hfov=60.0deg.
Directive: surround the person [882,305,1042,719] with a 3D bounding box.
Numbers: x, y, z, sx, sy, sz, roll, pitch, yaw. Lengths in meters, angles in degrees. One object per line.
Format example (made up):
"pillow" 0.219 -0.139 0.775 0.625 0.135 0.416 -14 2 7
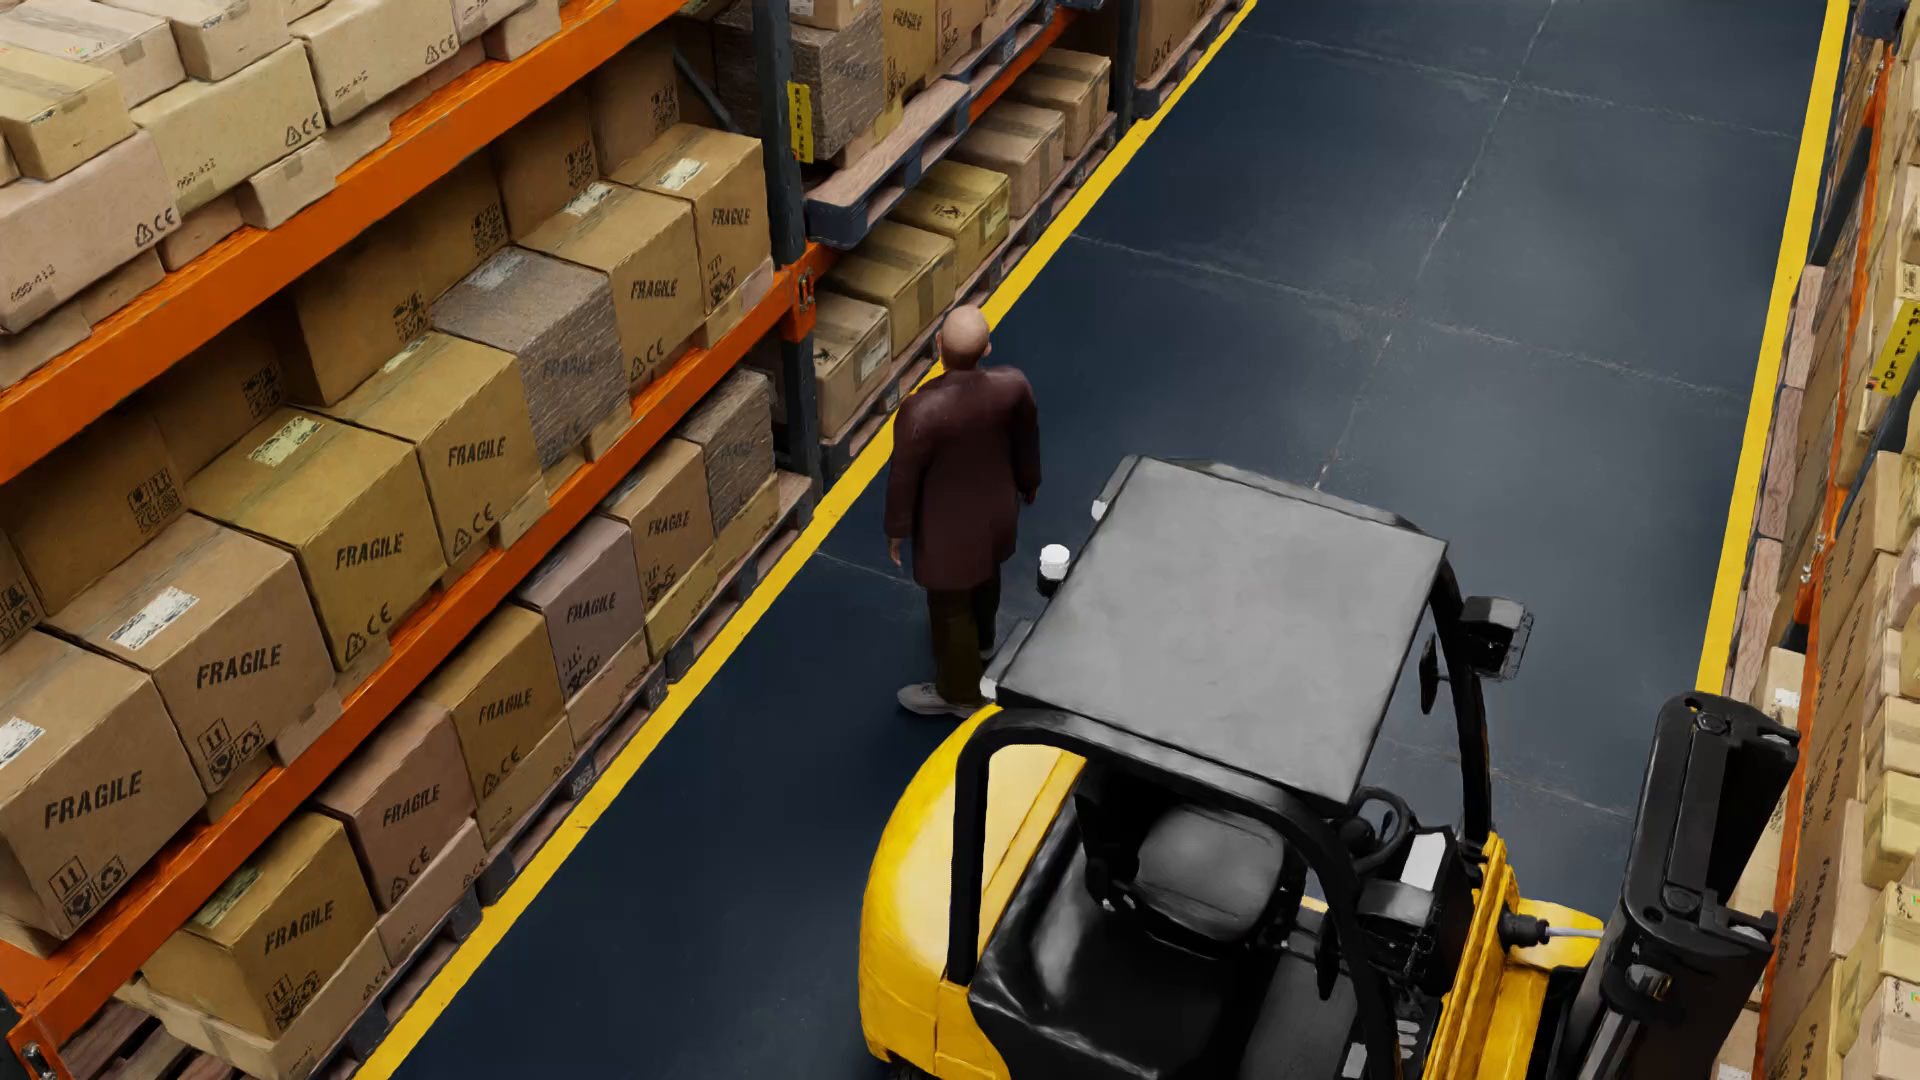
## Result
"person" -0.012 -0.073 6.358 0.675 1.582 0.629 -25 47 -26
